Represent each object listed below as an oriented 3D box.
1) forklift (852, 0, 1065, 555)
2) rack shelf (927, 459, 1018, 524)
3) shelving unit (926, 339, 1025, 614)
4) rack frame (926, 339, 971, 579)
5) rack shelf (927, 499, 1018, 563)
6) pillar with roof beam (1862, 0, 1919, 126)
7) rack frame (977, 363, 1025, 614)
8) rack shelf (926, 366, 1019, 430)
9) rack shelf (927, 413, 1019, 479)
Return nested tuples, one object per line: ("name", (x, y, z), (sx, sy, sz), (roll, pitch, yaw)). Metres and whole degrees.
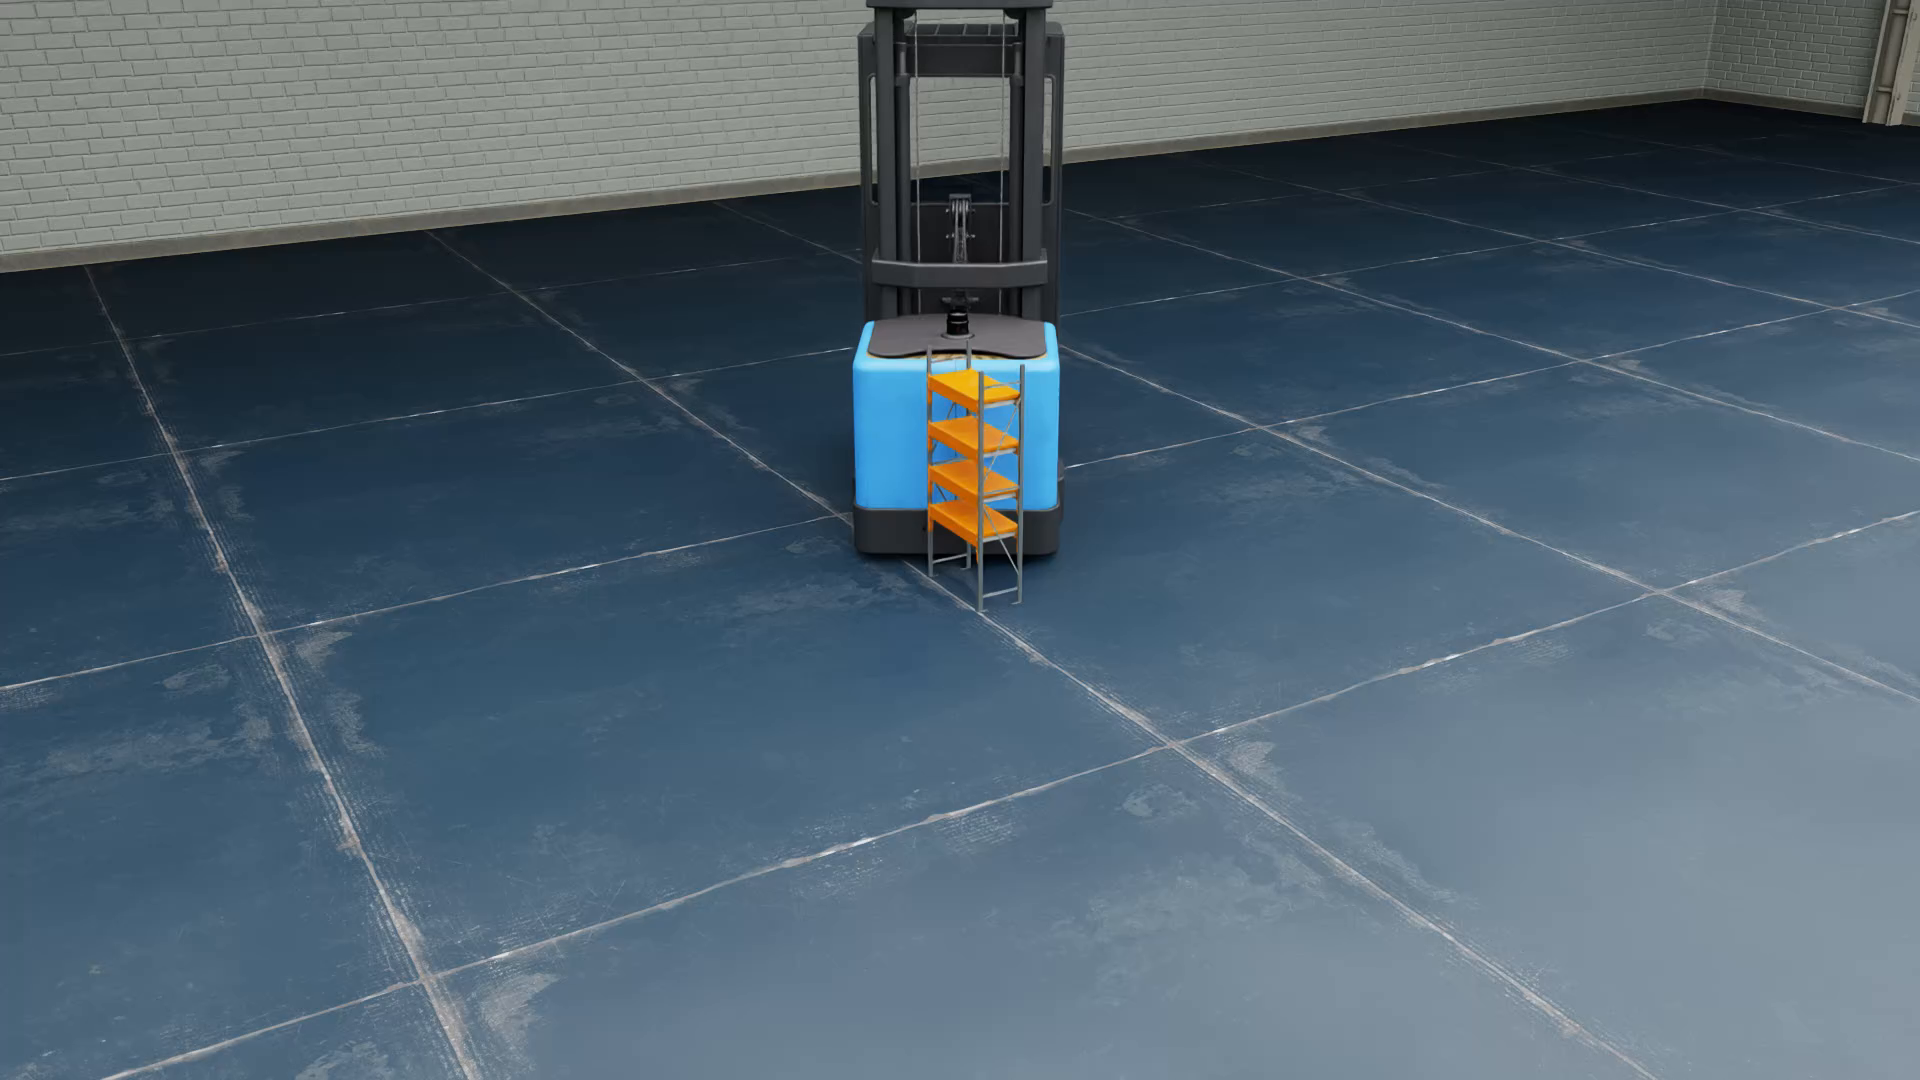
("forklift", (0.013, -1.790, 9.322), (1.130, 2.935, 3.031), (0, 22, 1))
("rack shelf", (0.069, -0.245, 7.999), (0.258, 0.148, 0.480), (-12, 25, -28))
("shelving unit", (0.069, -0.307, 7.974), (0.258, 1.200, 0.503), (-12, 25, -28))
("rack frame", (-0.053, -0.387, 8.170), (0.240, 1.200, 0.015), (-12, 25, -28))
("rack shelf", (0.069, -0.061, 8.074), (0.258, 0.148, 0.480), (-12, 25, -28))
("pillar with roof beam", (9.053, -9.109, 19.272), (9.100, 9.000, 0.400), (-13, 25, -28))
("rack frame", (0.191, -0.228, 7.778), (0.240, 1.200, 0.015), (-12, 25, -28))
("rack shelf", (0.069, -0.671, 7.826), (0.258, 0.148, 0.480), (-12, 25, -28))
("rack shelf", (0.069, -0.452, 7.915), (0.258, 0.148, 0.480), (-12, 25, -28))
